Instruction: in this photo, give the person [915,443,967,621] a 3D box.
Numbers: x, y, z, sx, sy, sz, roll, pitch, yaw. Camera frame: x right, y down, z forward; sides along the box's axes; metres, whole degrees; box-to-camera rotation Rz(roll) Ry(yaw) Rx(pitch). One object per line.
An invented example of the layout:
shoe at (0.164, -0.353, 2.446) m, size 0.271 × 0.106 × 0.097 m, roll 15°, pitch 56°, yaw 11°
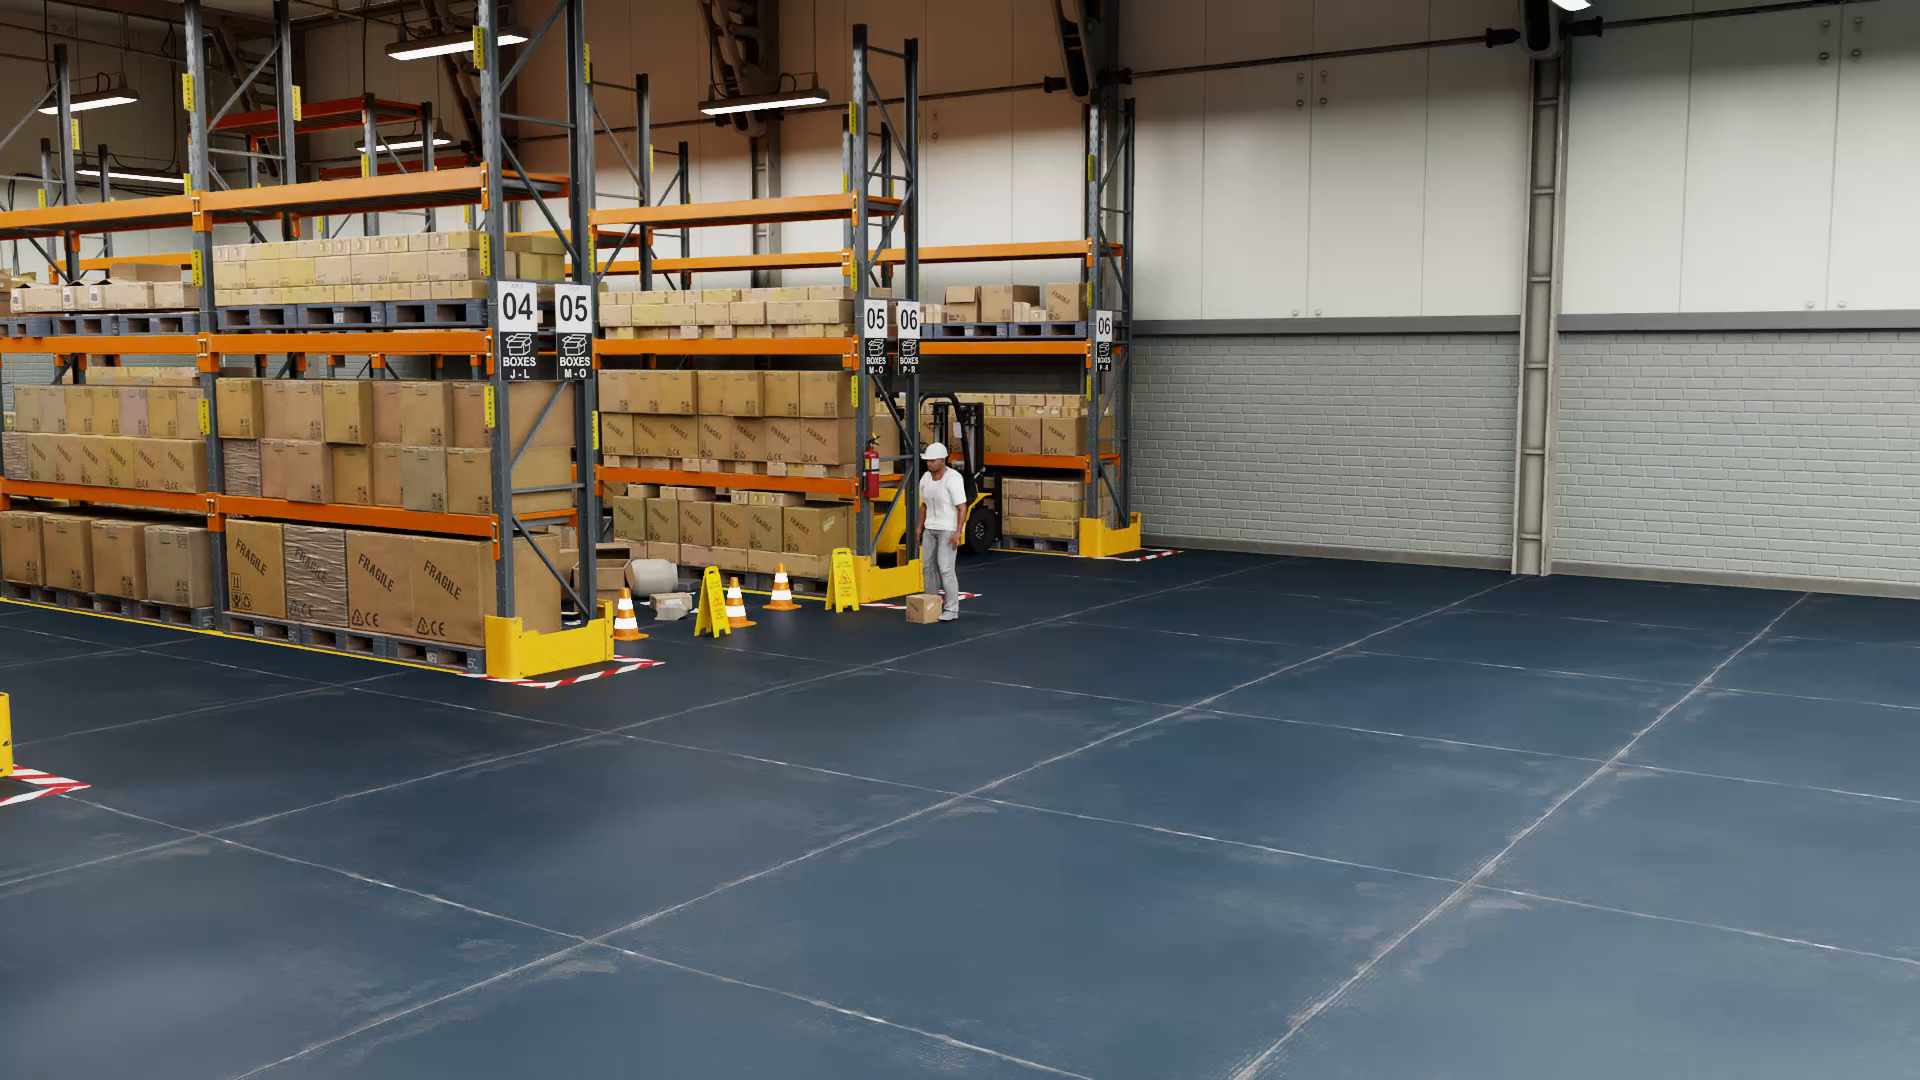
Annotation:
person at (-0.206, -0.090, 16.520) m, size 0.461 × 1.760 × 0.626 m, roll -6°, pitch 9°, yaw -44°
